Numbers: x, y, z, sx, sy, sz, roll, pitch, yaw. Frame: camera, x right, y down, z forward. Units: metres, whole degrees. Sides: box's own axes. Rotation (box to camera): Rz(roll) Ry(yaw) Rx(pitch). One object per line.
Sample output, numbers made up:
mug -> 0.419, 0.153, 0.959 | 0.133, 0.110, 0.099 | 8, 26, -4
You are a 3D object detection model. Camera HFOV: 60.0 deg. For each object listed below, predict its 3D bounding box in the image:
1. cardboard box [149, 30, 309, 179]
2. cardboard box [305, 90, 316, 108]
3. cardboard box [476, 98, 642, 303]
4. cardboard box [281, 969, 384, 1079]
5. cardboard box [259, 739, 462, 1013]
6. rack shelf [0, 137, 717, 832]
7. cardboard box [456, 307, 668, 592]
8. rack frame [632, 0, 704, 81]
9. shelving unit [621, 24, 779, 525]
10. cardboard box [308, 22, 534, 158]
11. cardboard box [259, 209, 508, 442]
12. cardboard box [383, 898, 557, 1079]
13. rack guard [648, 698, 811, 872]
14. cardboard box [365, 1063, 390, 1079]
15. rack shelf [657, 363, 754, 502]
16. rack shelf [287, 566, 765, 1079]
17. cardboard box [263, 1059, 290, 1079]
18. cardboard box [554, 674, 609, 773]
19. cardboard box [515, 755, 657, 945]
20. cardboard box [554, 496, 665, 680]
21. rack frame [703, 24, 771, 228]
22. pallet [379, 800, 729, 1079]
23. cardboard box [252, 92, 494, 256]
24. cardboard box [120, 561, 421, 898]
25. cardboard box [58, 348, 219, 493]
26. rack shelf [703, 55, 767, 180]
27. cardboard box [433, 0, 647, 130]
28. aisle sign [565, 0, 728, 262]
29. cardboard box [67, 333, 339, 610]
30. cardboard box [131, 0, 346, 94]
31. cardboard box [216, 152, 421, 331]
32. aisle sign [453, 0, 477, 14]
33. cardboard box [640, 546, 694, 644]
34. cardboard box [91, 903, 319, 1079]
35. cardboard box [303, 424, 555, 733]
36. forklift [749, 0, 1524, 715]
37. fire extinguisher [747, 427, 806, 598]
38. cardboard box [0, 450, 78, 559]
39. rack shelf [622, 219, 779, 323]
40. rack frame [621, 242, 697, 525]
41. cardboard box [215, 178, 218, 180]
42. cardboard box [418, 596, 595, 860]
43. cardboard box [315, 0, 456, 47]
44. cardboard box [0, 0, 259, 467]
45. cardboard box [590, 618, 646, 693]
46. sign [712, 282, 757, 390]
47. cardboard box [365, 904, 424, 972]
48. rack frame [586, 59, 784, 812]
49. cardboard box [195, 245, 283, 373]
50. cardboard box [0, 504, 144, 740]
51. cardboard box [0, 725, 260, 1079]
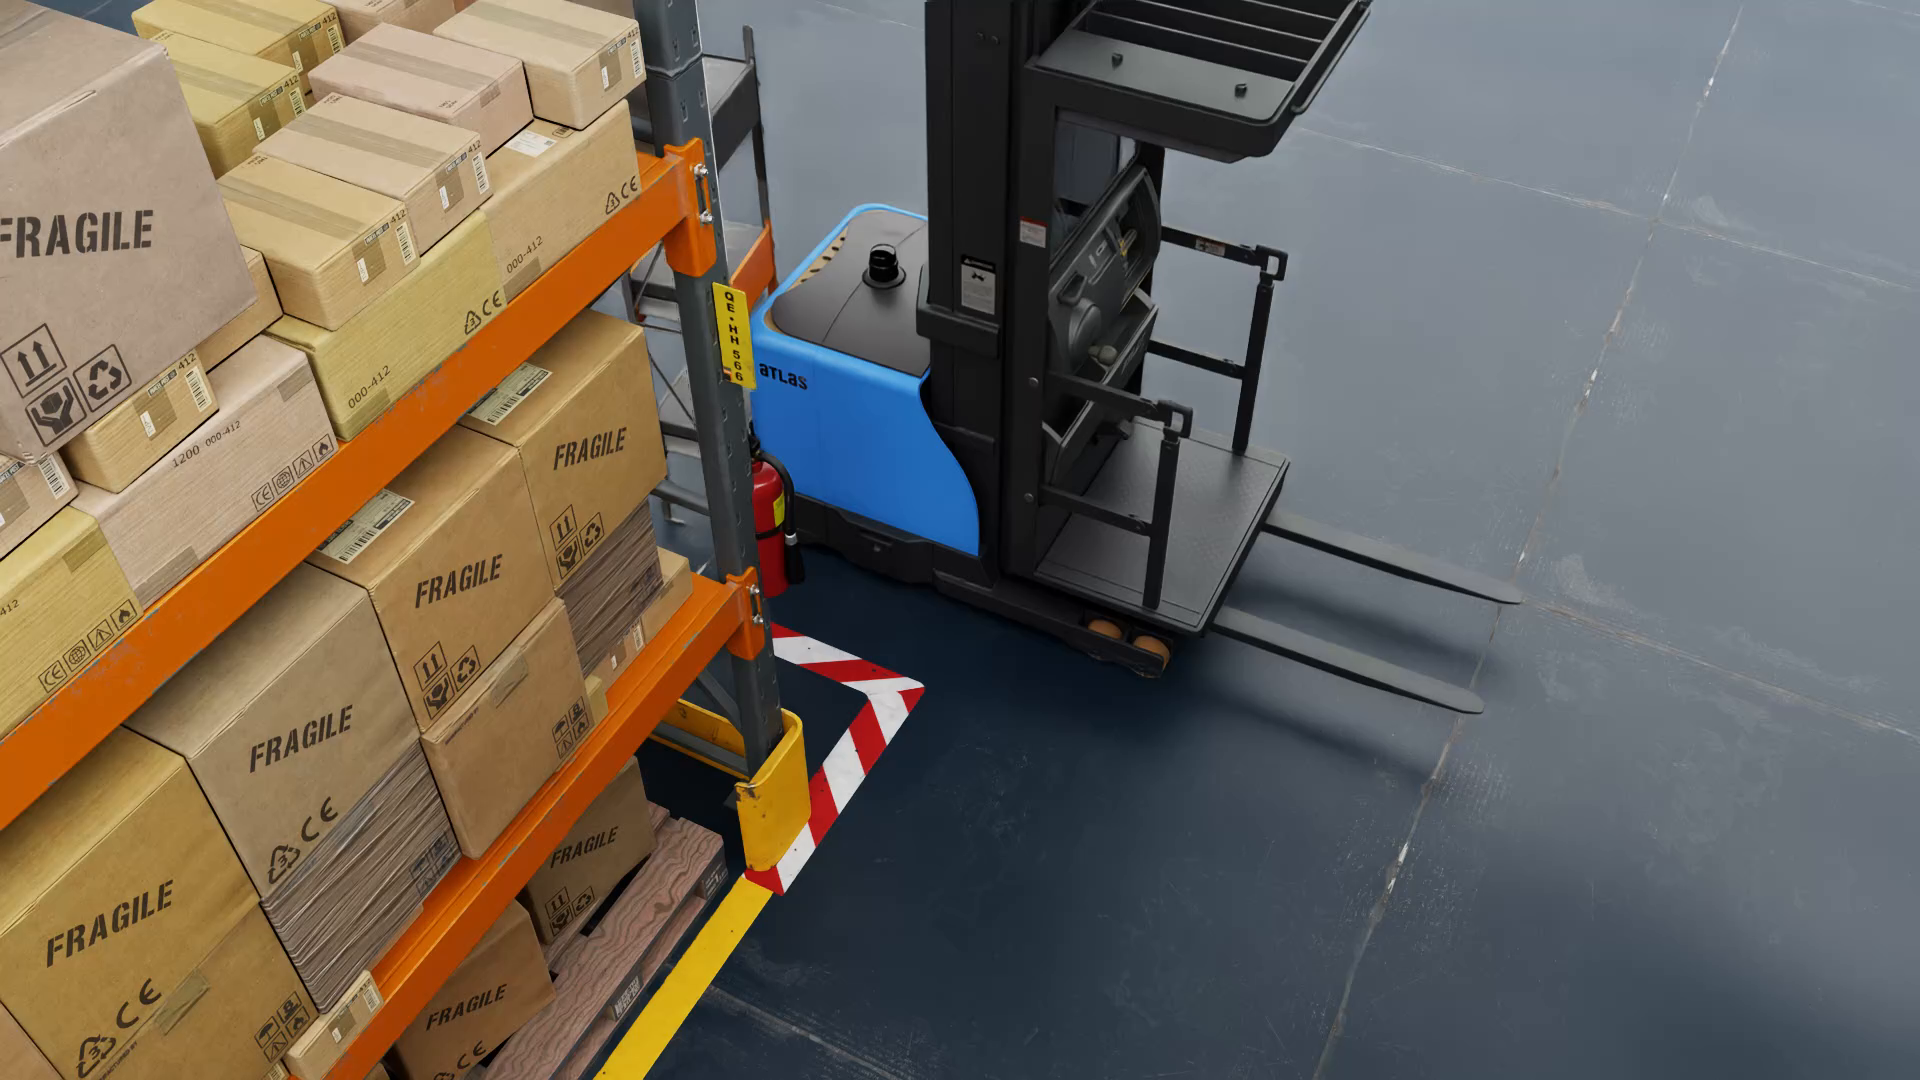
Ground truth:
cardboard box -> -1.627, -0.930, 3.556 | 0.380, 0.149, 0.250 | 20, 49, 18
cardboard box -> -1.533, -1.000, 3.905 | 0.500, 0.250, 0.500 | 22, 49, 20
cardboard box -> -1.079, -0.830, 3.738 | 0.500, 0.250, 0.500 | 22, 49, 20
cardboard box -> -1.633, 1.100, 4.011 | 0.380, 0.149, 0.250 | 20, 49, 19
cardboard box -> -1.756, 0.637, 4.012 | 0.875, 0.500, 0.500 | 20, 49, 19
rack shelf -> -2.008, 0.242, 3.078 | 1.077, 0.370, 4.000 | 20, 49, 19
cardboard box -> -1.116, -0.279, 4.214 | 0.500, 0.500, 0.500 | 20, 49, 19
rack frame -> -1.080, -2.325, 3.001 | 1.000, 3.000, 0.127 | 20, 49, 19
shelving unit -> -1.000, -0.950, 6.493 | 0.431, 2.100, 0.503 | 13, 47, 12
cardboard box -> -1.157, -0.955, 3.581 | 0.380, 0.149, 0.250 | 19, 48, 18
cardboard box -> -1.308, -0.515, 3.426 | 0.500, 0.250, 0.500 | 21, 49, 19
cardboard box -> -1.632, 1.291, 5.107 | 0.500, 0.500, 0.500 | 33, 54, 29
rack guard -> -1.115, 0.711, 5.976 | 1.175, 0.500, 0.348 | 20, 49, 19
cardboard box -> -1.939, 1.679, 4.724 | 0.500, 0.500, 0.500 | 25, 50, 23
rack shelf -> -1.000, -0.448, 7.000 | 0.431, 0.518, 0.480 | 13, 47, 12
rack shelf -> -2.008, 1.297, 4.145 | 1.077, 0.370, 4.000 | 20, 49, 19
cardboard box -> -1.810, 1.234, 3.878 | 0.380, 0.149, 0.250 | 20, 49, 19
cardboard box -> -1.217, 0.452, 4.651 | 0.380, 0.149, 0.250 | 20, 49, 19
cardboard box -> -1.385, 0.903, 5.491 | 0.500, 0.500, 0.500 | 29, 52, 26
cardboard box -> -1.360, -0.018, 4.660 | 0.875, 0.500, 0.500 | 20, 49, 19
rack frame -> -0.926, -1.116, 6.656 | 0.400, 2.100, 0.015 | 13, 47, 12
pallet -> -1.524, 1.312, 5.585 | 1.003, 0.211, 1.213 | 20, 49, 19
cardboard box -> -1.187, -0.746, 3.374 | 0.380, 0.149, 0.250 | 18, 48, 17
cardboard box -> -1.578, 0.352, 3.591 | 0.500, 0.500, 0.500 | 20, 49, 19
cardboard box -> -1.543, -0.263, 2.897 | 0.380, 0.149, 0.250 | 18, 48, 17
rack shelf -> -1.000, -1.433, 6.004 | 0.431, 0.518, 0.480 | 13, 47, 12
cardboard box -> -0.932, -1.080, 3.704 | 0.380, 0.149, 0.250 | 20, 49, 19
aisle sign -> -0.786, -1.070, 4.151 | 0.394, 0.787, 0.004 | 20, 49, 19
cardboard box -> -1.553, -0.195, 3.110 | 0.500, 0.250, 0.500 | 21, 49, 20
cardboard box -> -1.619, -1.129, 3.753 | 0.380, 0.149, 0.250 | 21, 49, 20
cardboard box -> -1.283, -0.580, 3.210 | 0.380, 0.149, 0.250 | 21, 49, 19
aisle sign -> -1.317, -1.268, 4.346 | 0.394, 0.787, 0.004 | 20, 49, 19
cardboard box -> -1.029, 0.120, 4.979 | 0.380, 0.149, 0.250 | 20, 49, 19
cardboard box -> -1.998, 0.948, 3.704 | 0.875, 0.500, 0.500 | 20, 49, 19
cardboard box -> -1.343, 0.038, 3.901 | 0.500, 0.500, 0.500 | 20, 49, 19
forklift -> 0.703, -0.928, 5.886 | 3.031, 2.935, 1.130 | 19, 48, 18
fire extinguisher -> -0.619, -0.109, 5.083 | 0.296, 0.674, 0.183 | 20, 49, 19
cardboard box -> -1.711, -0.105, 2.741 | 0.380, 0.149, 0.250 | 18, 48, 17
rack shelf -> -1.000, -0.941, 6.502 | 0.431, 0.518, 0.480 | 13, 47, 12
rack frame -> -1.074, -0.785, 6.329 | 0.400, 2.100, 0.015 | 13, 47, 12
cardboard box -> -1.767, -0.673, 3.582 | 0.500, 0.250, 0.500 | 19, 48, 18
cardboard box -> -1.485, 0.336, 4.309 | 0.875, 0.500, 0.500 | 20, 49, 19
cardboard box -> -1.413, -1.261, 3.883 | 0.380, 0.149, 0.250 | 20, 49, 19
cardboard box -> -1.575, -0.526, 2.701 | 0.500, 0.500, 0.500 | 20, 49, 19
cardboard box -> -1.146, 0.277, 4.824 | 0.380, 0.149, 0.250 | 20, 49, 19
sign -> -0.598, -0.538, 4.417 | 0.100, 0.325, 0.005 | 20, 49, 19
cardboard box -> -1.595, 0.913, 4.195 | 0.380, 0.149, 0.250 | 20, 49, 19
rack frame -> -1.080, -0.216, 5.134 | 1.000, 3.000, 0.127 | 20, 49, 19
cardboard box -> -1.508, -0.465, 3.097 | 0.380, 0.149, 0.250 | 21, 49, 20
cardboard box -> -1.782, 0.124, 2.795 | 0.500, 0.250, 0.500 | 20, 49, 18
cardboard box -> -1.817, 0.664, 3.282 | 0.500, 0.500, 0.500 | 20, 49, 19
